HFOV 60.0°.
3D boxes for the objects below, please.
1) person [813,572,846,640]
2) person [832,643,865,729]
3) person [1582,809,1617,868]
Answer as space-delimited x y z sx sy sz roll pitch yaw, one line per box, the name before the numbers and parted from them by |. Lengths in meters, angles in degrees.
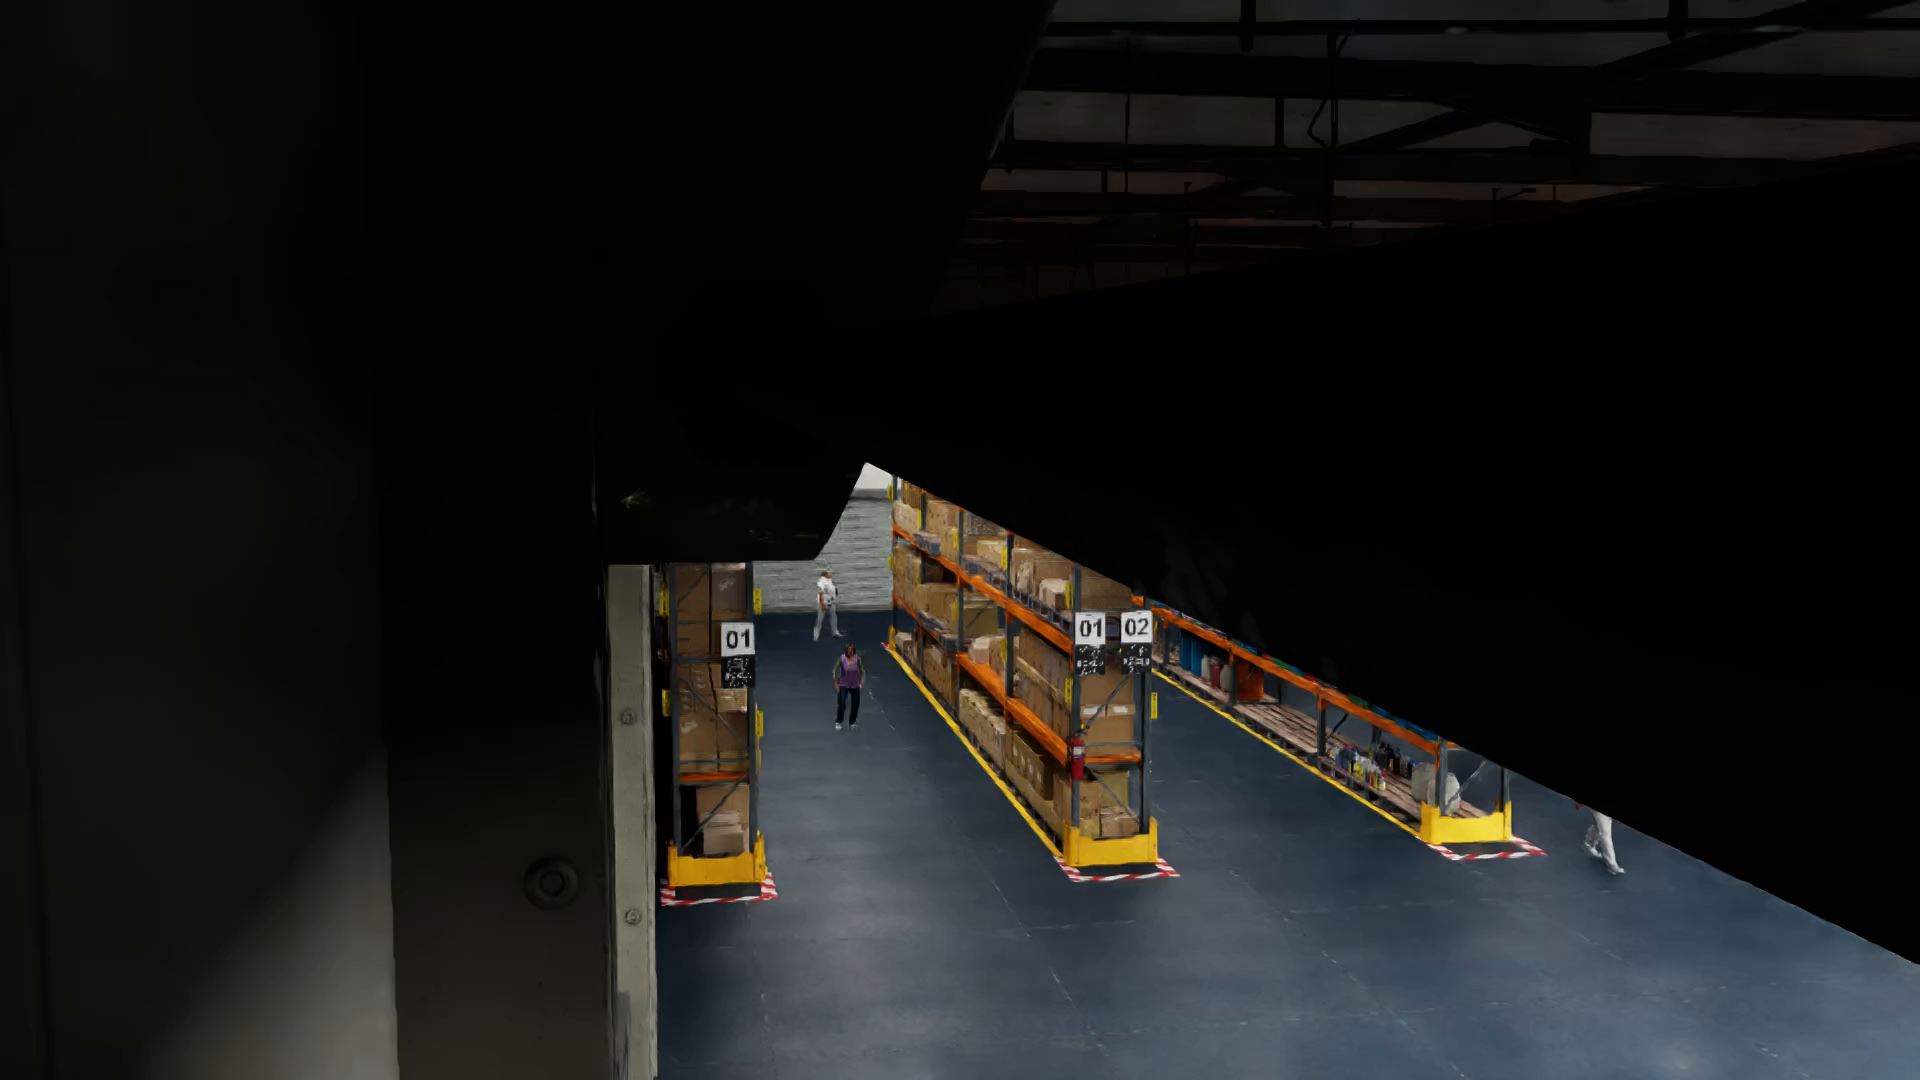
person | -3.008 1.434 37.712 0.565 1.637 0.731 3 7 28
person | -1.909 2.499 28.453 0.566 1.541 0.499 -1 6 -13
person | 8.056 3.320 20.842 0.448 1.420 0.864 -1 6 -11
